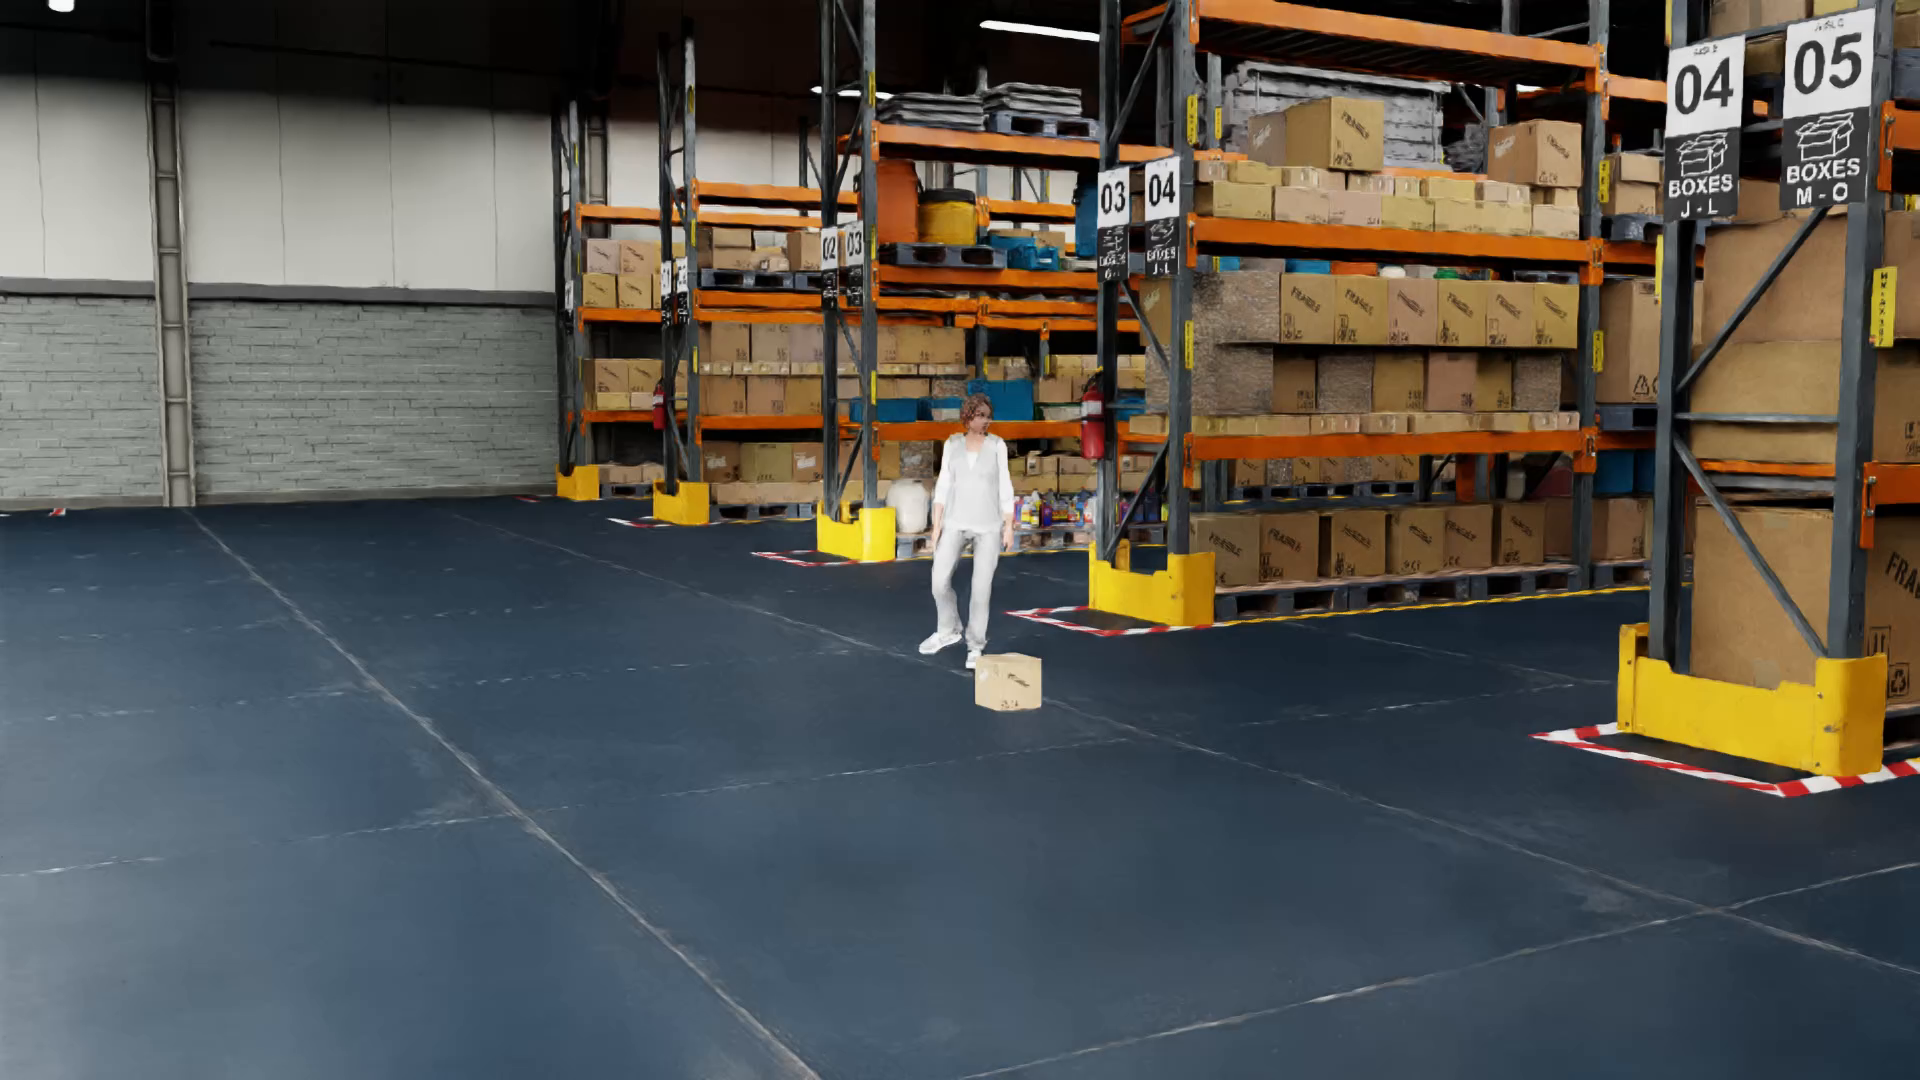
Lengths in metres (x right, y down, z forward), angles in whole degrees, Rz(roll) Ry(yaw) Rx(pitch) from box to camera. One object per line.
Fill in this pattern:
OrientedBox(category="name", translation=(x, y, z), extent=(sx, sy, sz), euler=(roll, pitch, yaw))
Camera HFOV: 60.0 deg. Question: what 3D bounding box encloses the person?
OrientedBox(category="person", translation=(0.028, -0.056, 9.664), extent=(0.578, 1.589, 0.419), euler=(1, 5, 8))
